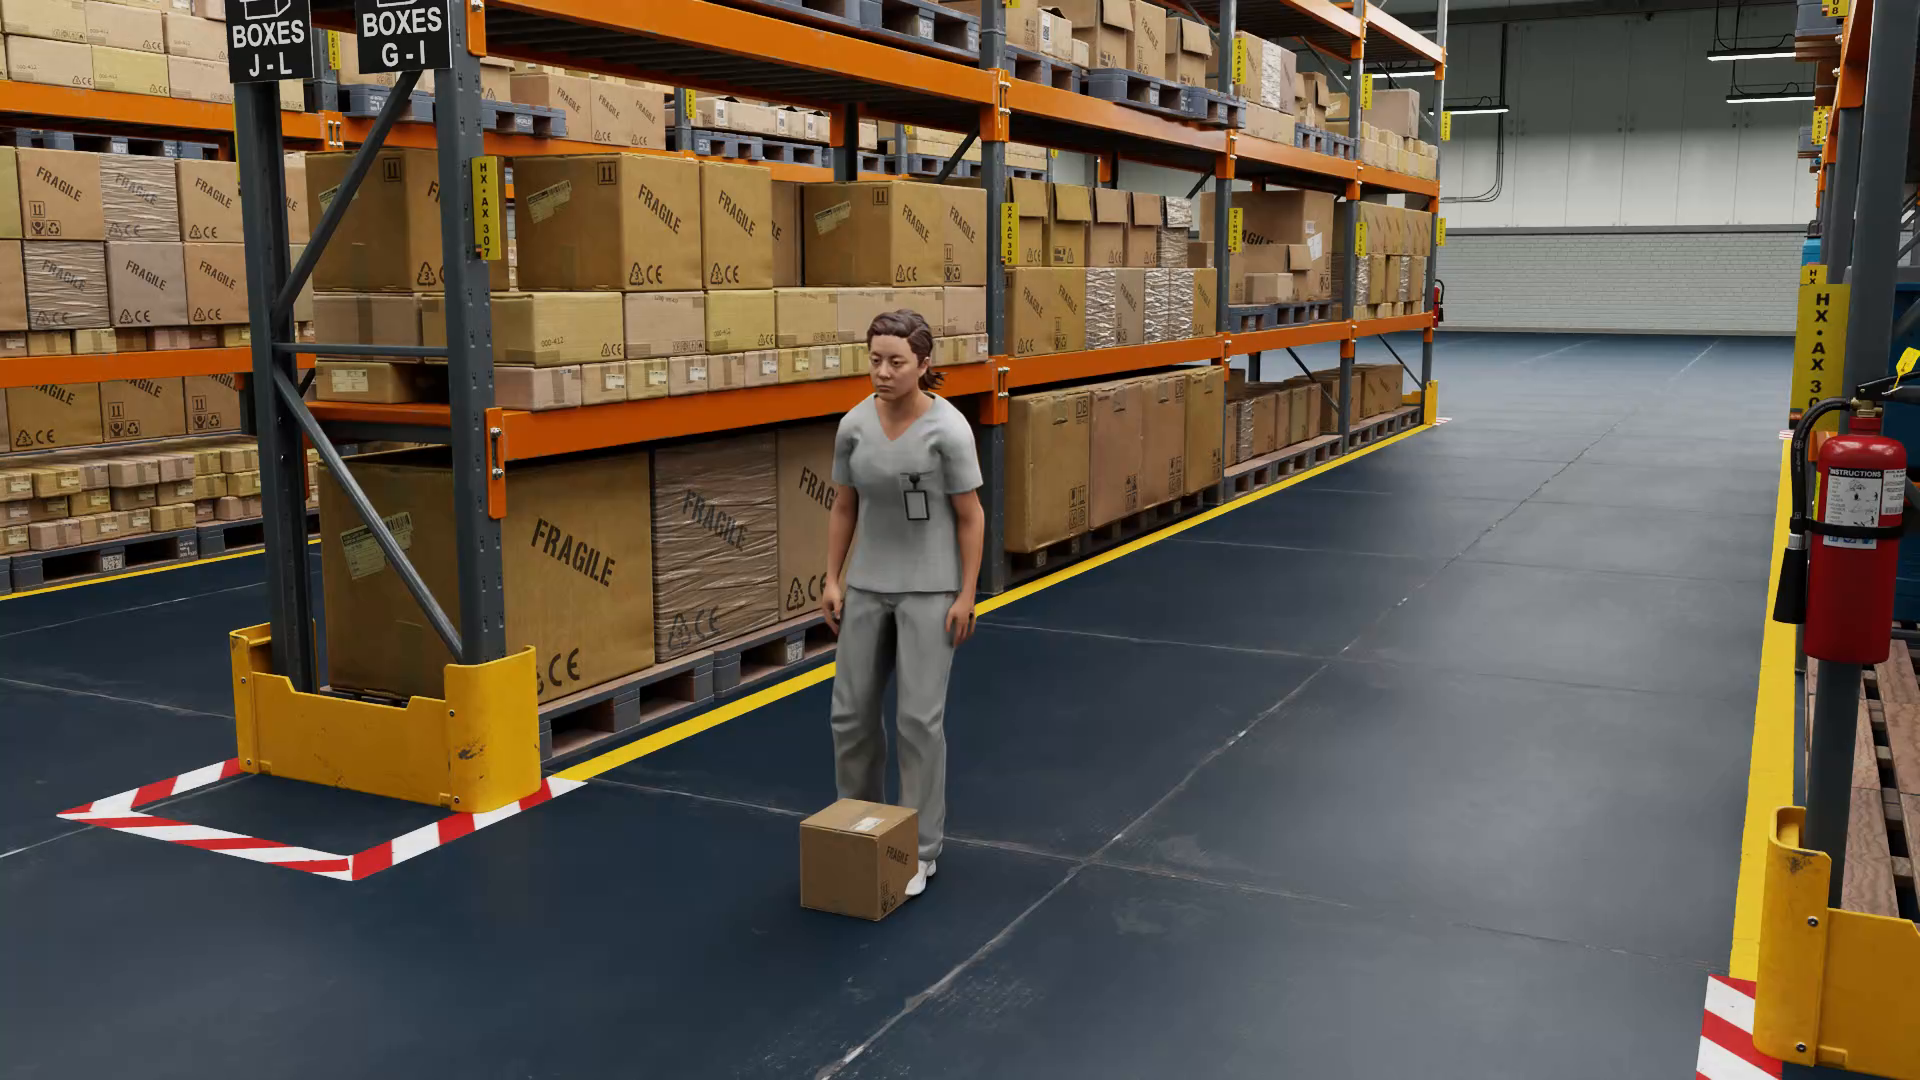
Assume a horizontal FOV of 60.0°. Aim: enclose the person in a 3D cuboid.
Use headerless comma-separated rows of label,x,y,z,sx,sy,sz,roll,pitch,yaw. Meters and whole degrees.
person,-0.191,0.171,4.817,0.507,1.671,0.416,4,10,23
